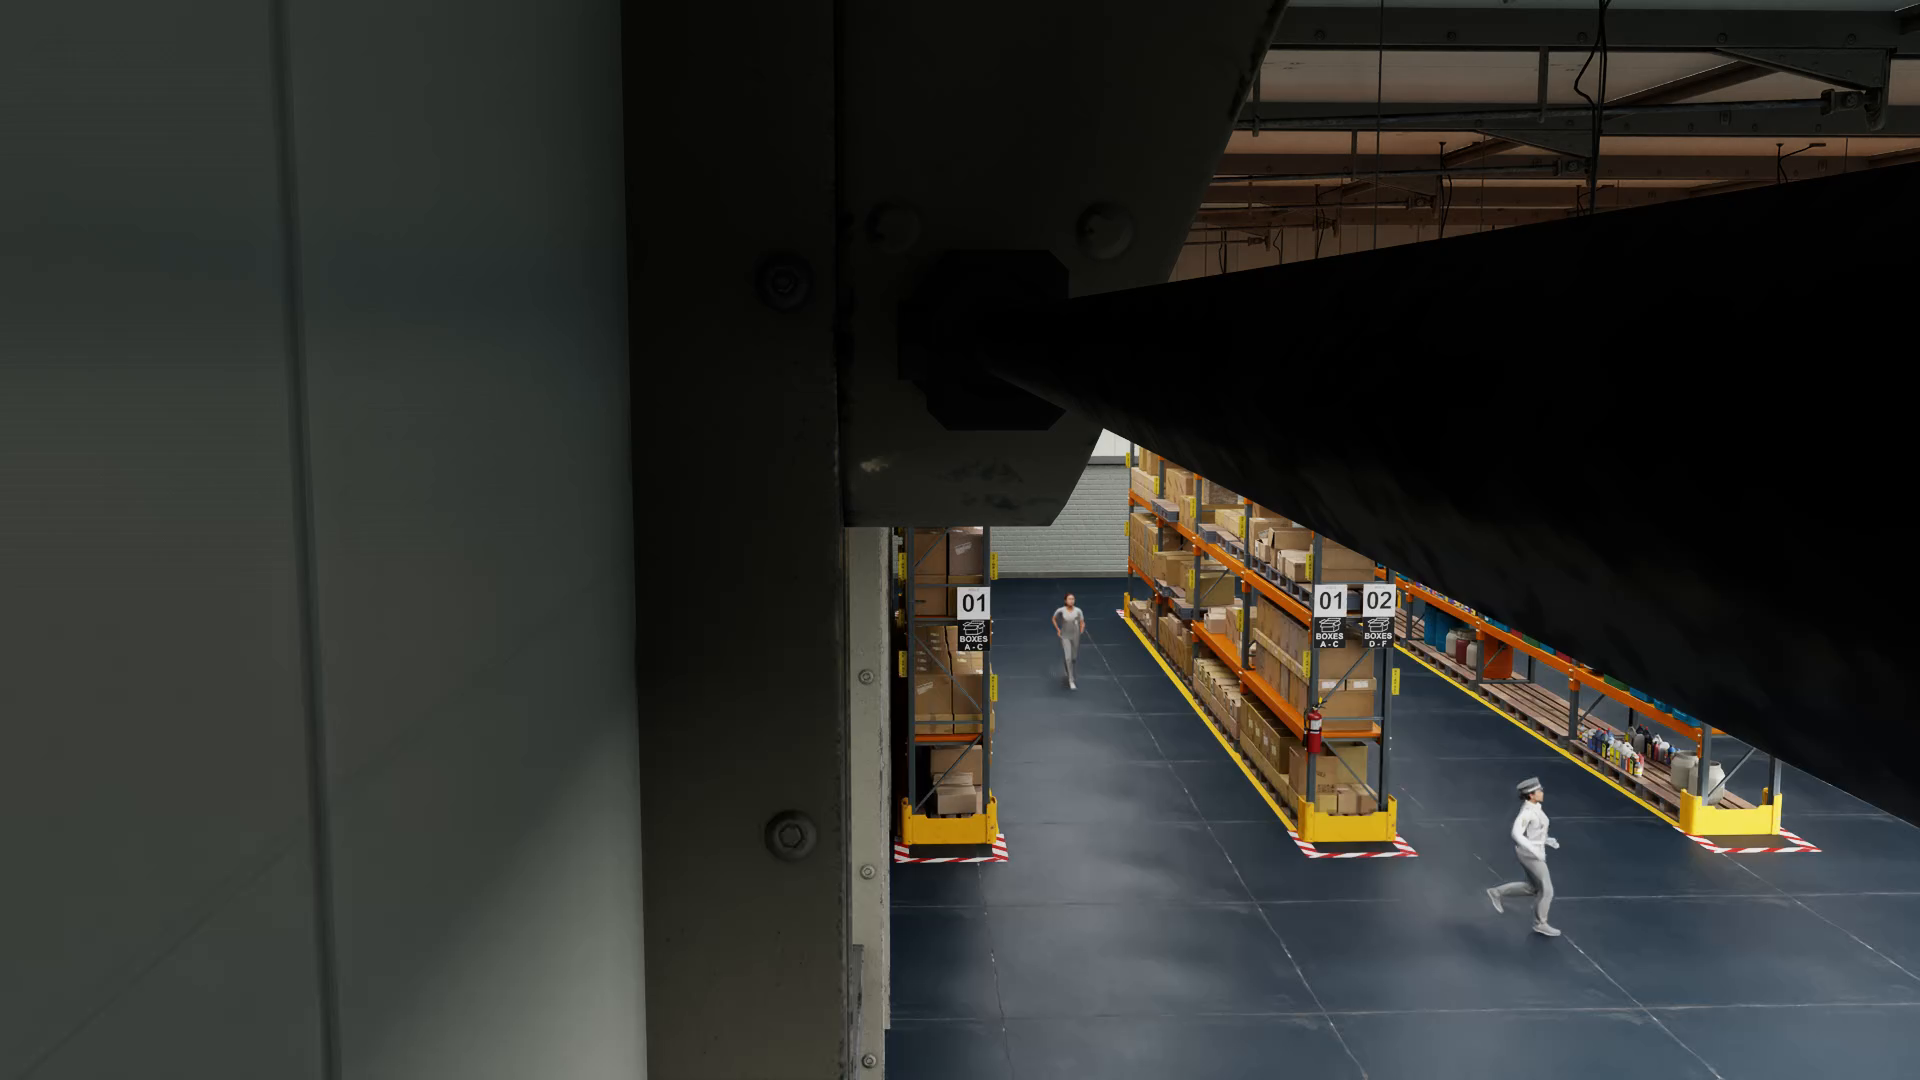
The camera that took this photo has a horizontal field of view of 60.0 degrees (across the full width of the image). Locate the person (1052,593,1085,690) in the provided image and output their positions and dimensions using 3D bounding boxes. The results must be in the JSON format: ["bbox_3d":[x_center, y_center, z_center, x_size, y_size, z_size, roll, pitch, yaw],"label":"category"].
[{"bbox_3d":[1.929,1.757,29.463,0.567,1.660,0.867,-1,7,-9],"label":"person"}]

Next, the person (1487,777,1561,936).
[{"bbox_3d":[5.926,3.297,17.417,0.762,1.684,0.618,3,8,19],"label":"person"}]
